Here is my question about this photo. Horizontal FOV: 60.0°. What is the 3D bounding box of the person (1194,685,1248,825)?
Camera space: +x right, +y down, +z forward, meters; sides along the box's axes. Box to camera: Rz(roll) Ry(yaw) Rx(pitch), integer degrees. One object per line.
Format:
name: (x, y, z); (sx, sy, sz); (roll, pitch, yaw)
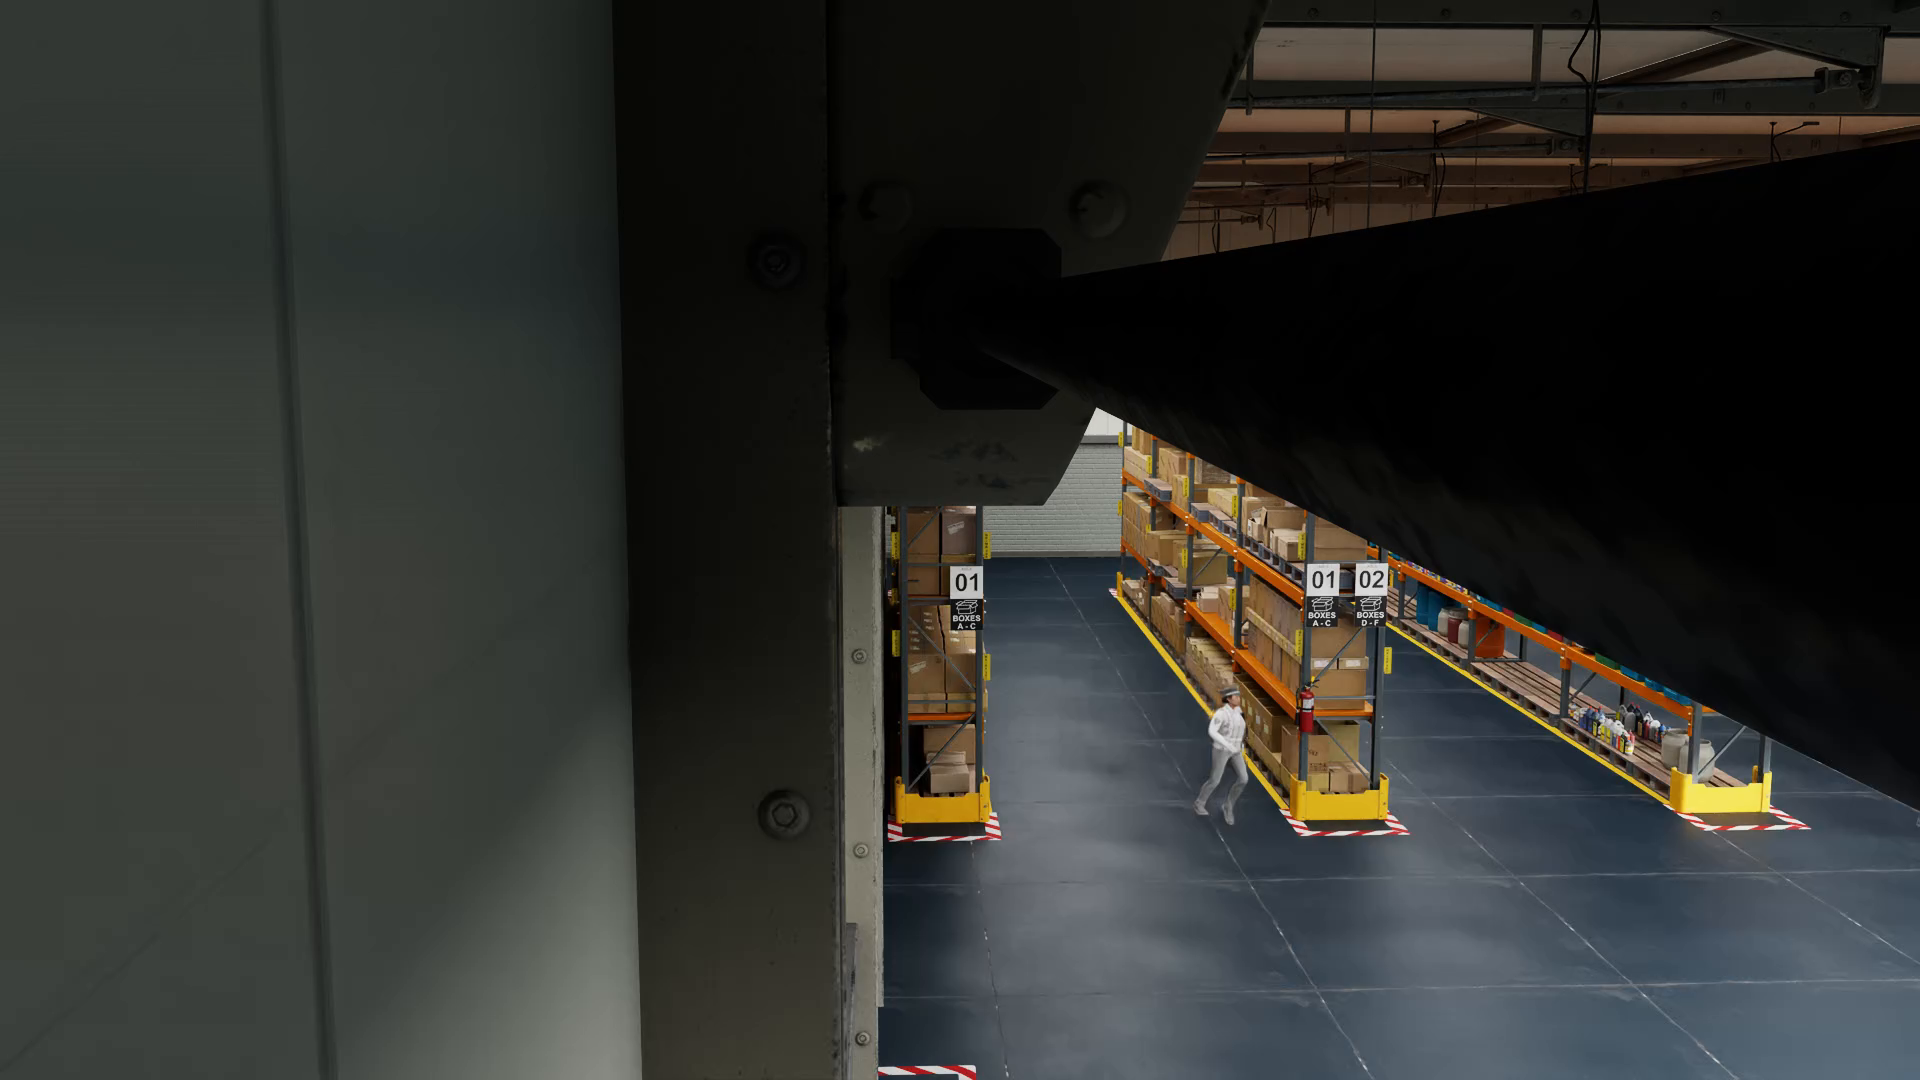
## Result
person: (3.297, 2.609, 20.459); (0.672, 1.693, 0.654); (-5, 10, -34)
